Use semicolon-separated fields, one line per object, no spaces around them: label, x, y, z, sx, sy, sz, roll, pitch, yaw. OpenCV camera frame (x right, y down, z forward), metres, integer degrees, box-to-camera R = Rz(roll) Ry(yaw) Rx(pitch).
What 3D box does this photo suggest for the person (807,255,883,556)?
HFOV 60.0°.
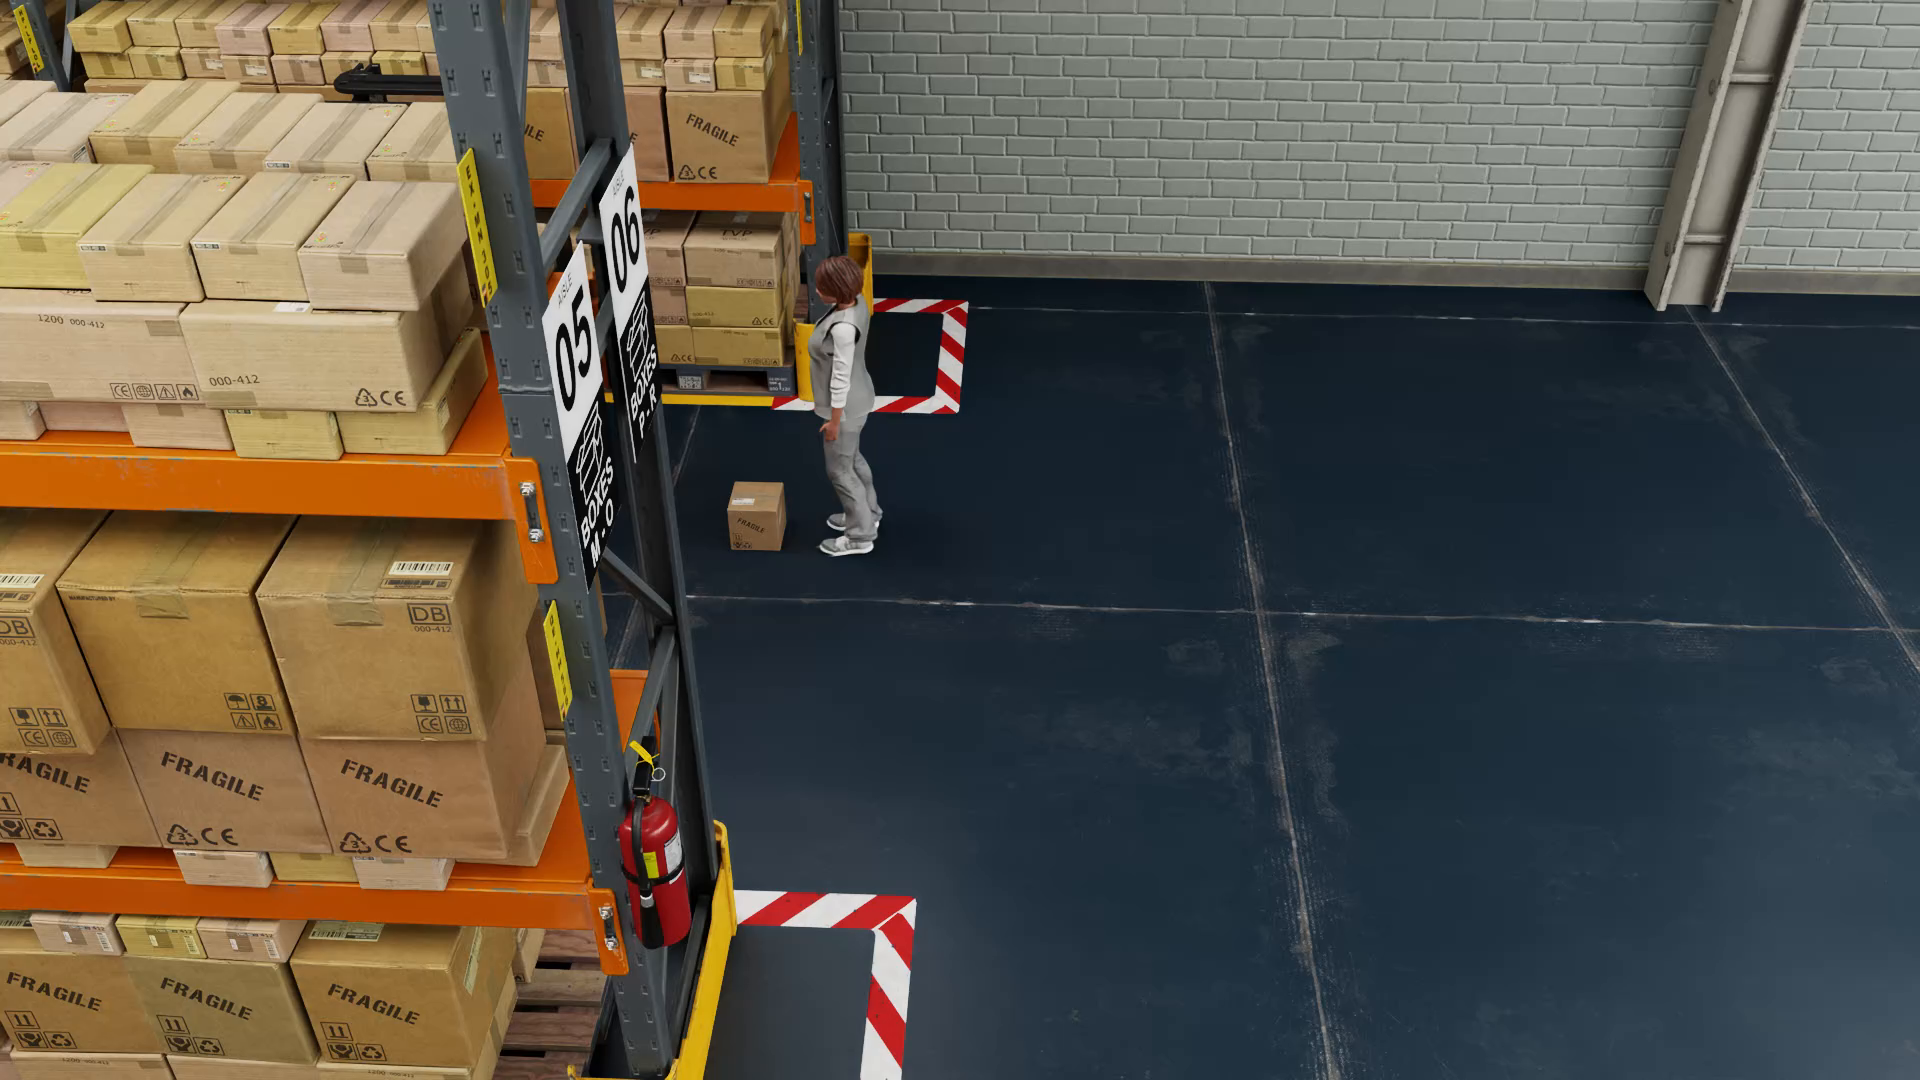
person;-0.555;-0.636;7.996;0.308;1.593;0.407;2;36;3
